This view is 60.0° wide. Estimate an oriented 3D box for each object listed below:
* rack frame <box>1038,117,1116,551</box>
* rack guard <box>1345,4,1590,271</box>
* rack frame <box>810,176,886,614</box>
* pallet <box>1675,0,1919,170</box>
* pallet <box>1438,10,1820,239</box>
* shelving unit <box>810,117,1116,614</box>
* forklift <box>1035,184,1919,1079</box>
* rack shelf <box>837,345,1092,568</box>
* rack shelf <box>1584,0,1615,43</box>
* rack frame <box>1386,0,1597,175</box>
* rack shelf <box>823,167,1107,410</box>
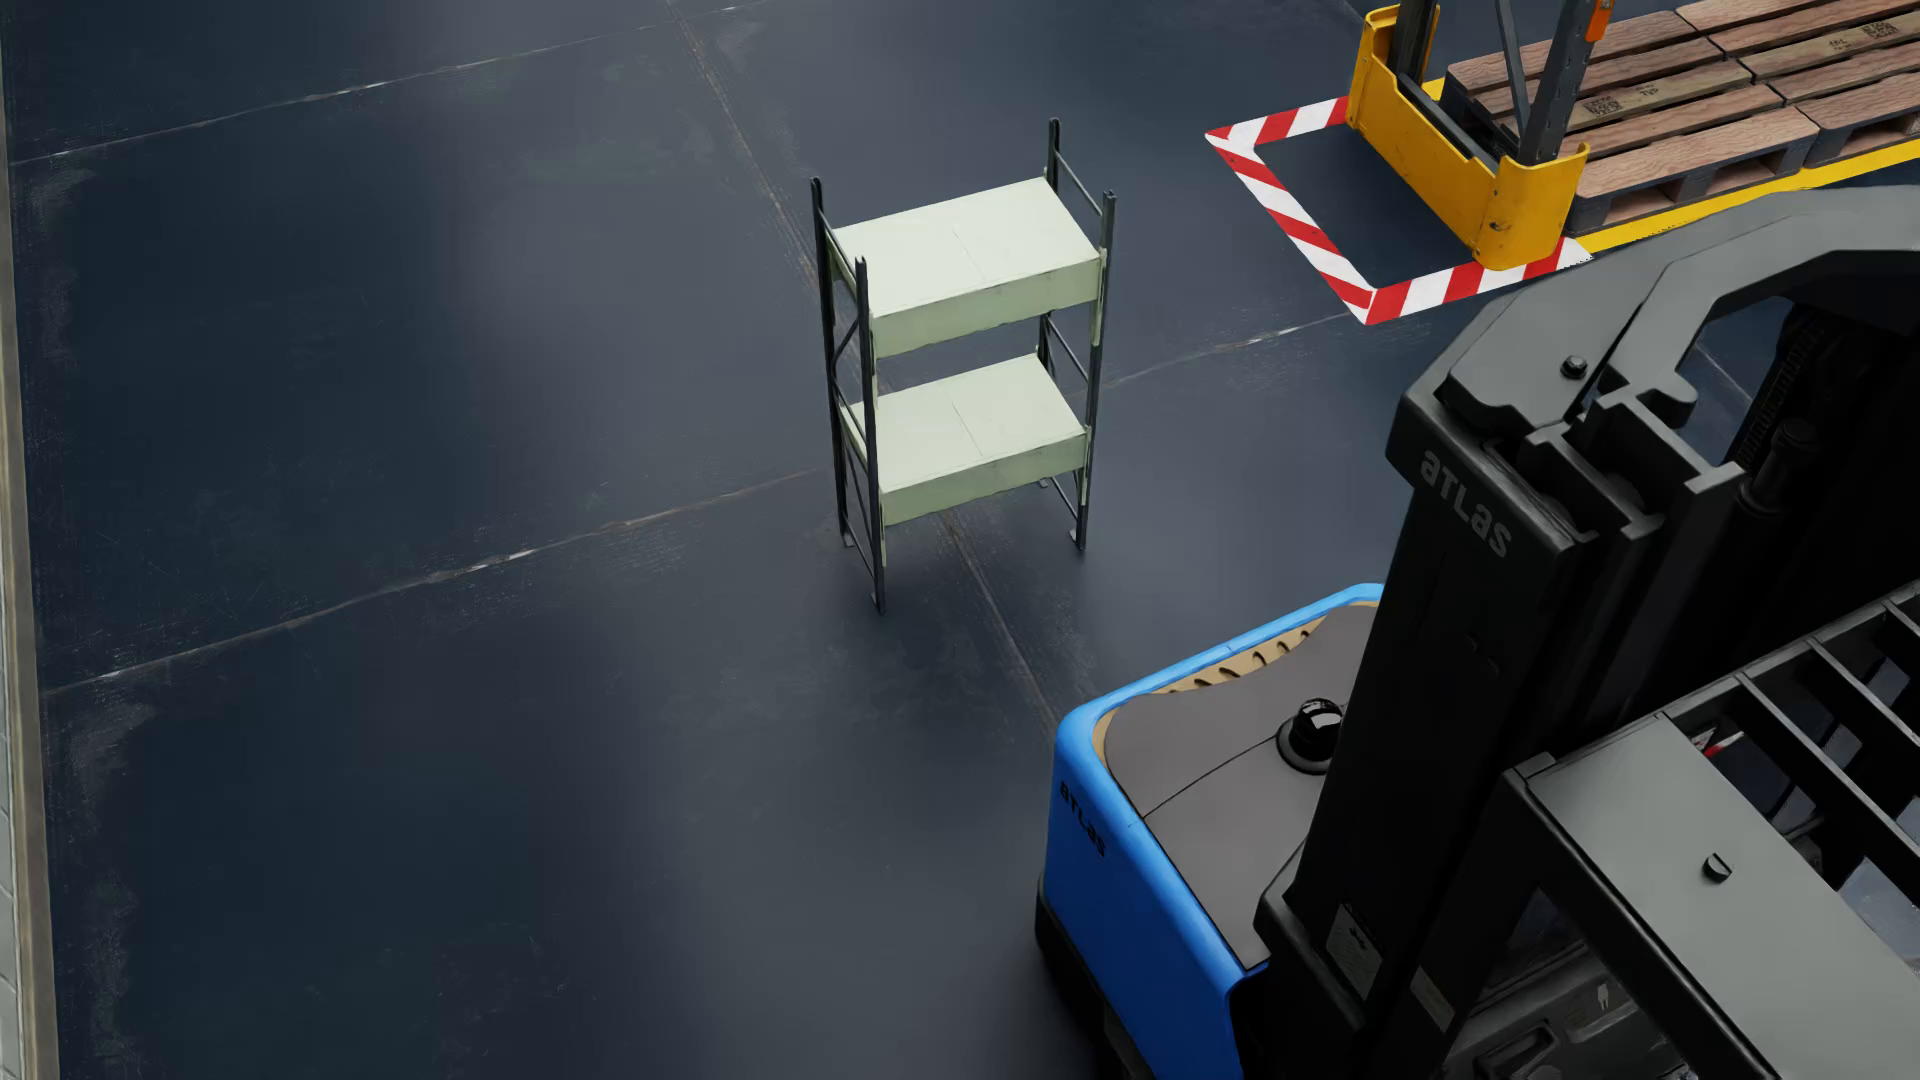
[{"bbox_3d":[0.345,-0.596,5.273,0.023,1.500,0.400,-17,52,-14],"label":"rack frame"},{"bbox_3d":[2.060,-1.687,6.870,0.348,0.500,1.175,-17,52,-14],"label":"rack guard"},{"bbox_3d":[-0.333,-0.386,5.093,0.023,1.500,0.400,-17,52,-14],"label":"rack frame"},{"bbox_3d":[3.983,-2.166,7.471,1.213,0.211,1.003,-17,52,-14],"label":"pallet"},{"bbox_3d":[2.856,-1.819,7.173,1.213,0.211,1.003,-17,52,-14],"label":"pallet"},{"bbox_3d":[0.006,-0.491,5.183,0.755,1.500,0.431,-17,52,-14],"label":"shelving unit"},{"bbox_3d":[1.340,0.994,2.965,1.130,2.935,3.031,-22,53,-18],"label":"forklift"},{"bbox_3d":[0.006,-0.278,5.430,0.720,0.370,0.431,-17,52,-14],"label":"rack shelf"},{"bbox_3d":[3.929,-2.857,6.701,4.000,0.370,1.077,-17,52,-14],"label":"rack shelf"},{"bbox_3d":[2.078,-2.518,5.935,0.127,3.000,1.000,-17,52,-14],"label":"rack frame"},{"bbox_3d":[0.006,-0.745,4.887,0.720,0.370,0.431,-17,52,-14],"label":"rack shelf"}]
